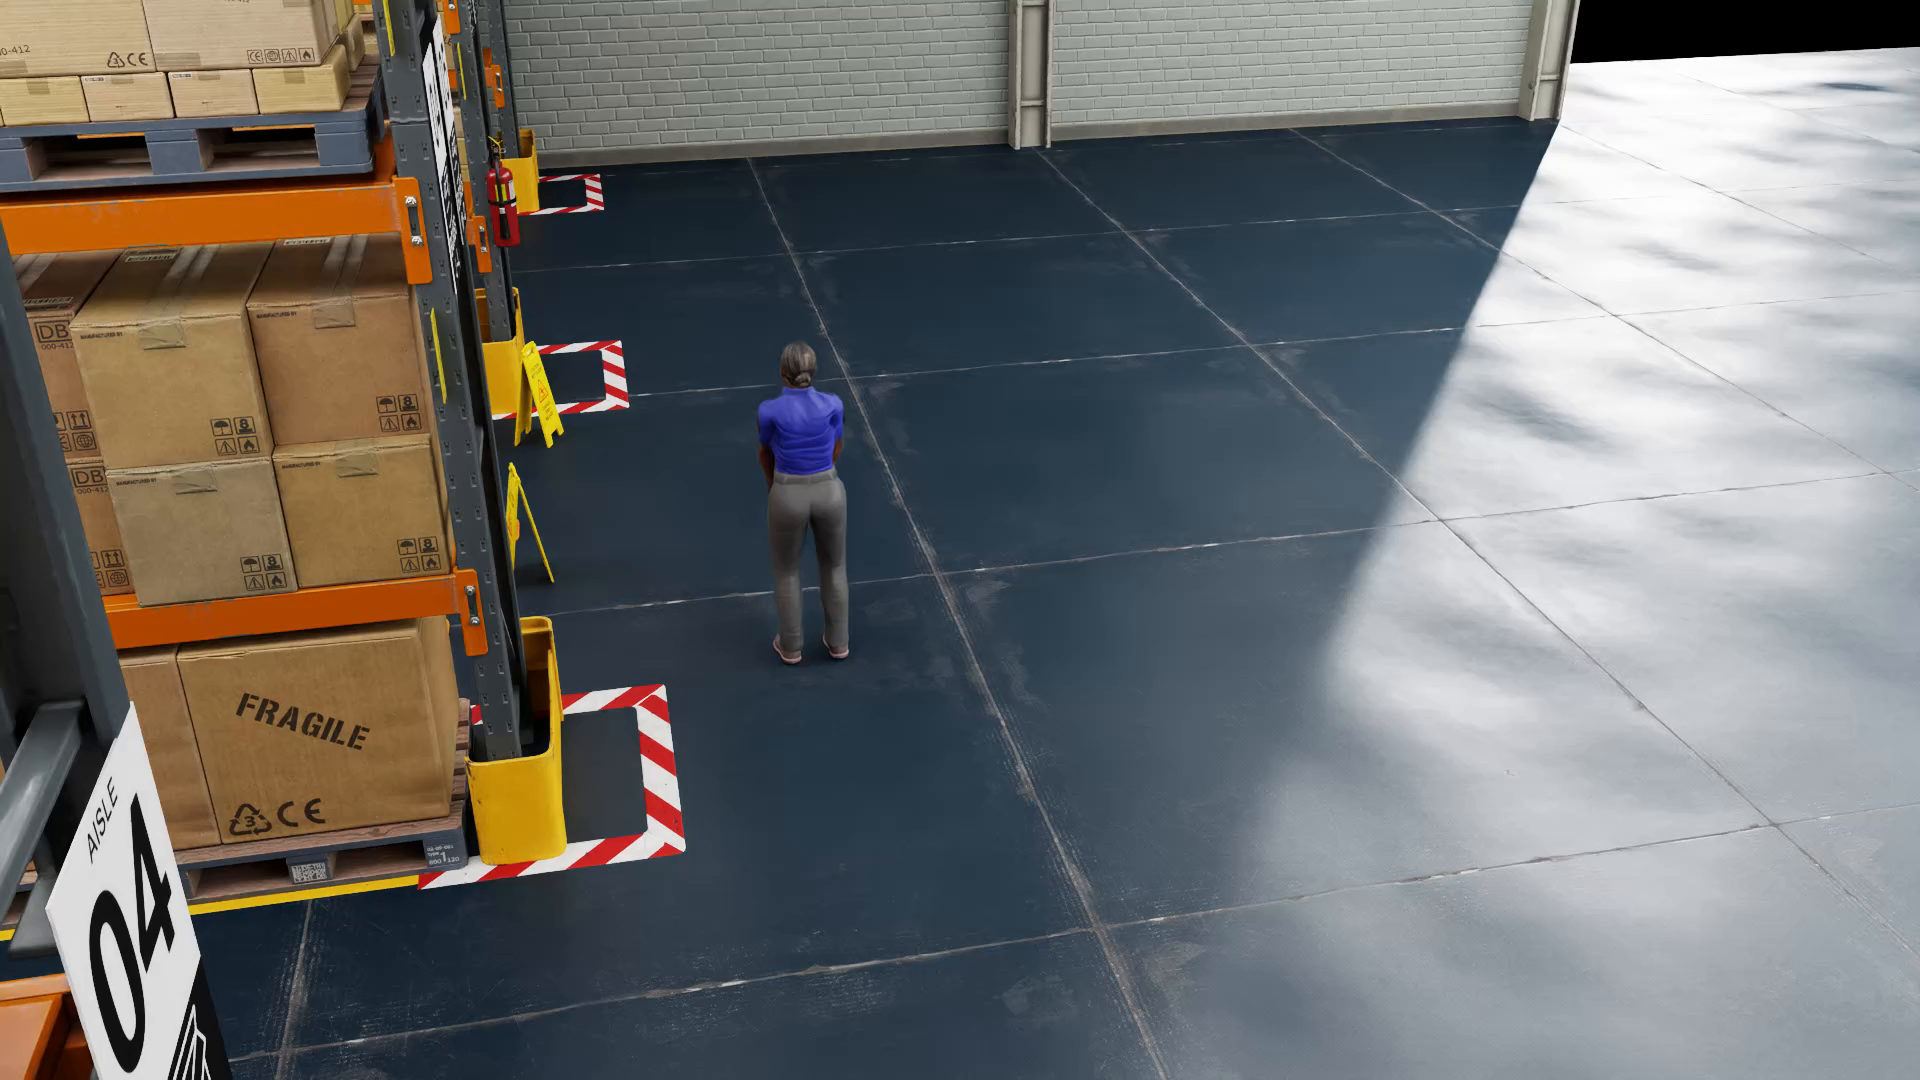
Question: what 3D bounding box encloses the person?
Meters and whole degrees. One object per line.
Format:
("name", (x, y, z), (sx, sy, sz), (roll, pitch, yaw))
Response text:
("person", (-0.764, -0.212, 8.051), (0.423, 1.656, 0.506), (-6, 28, -12))
